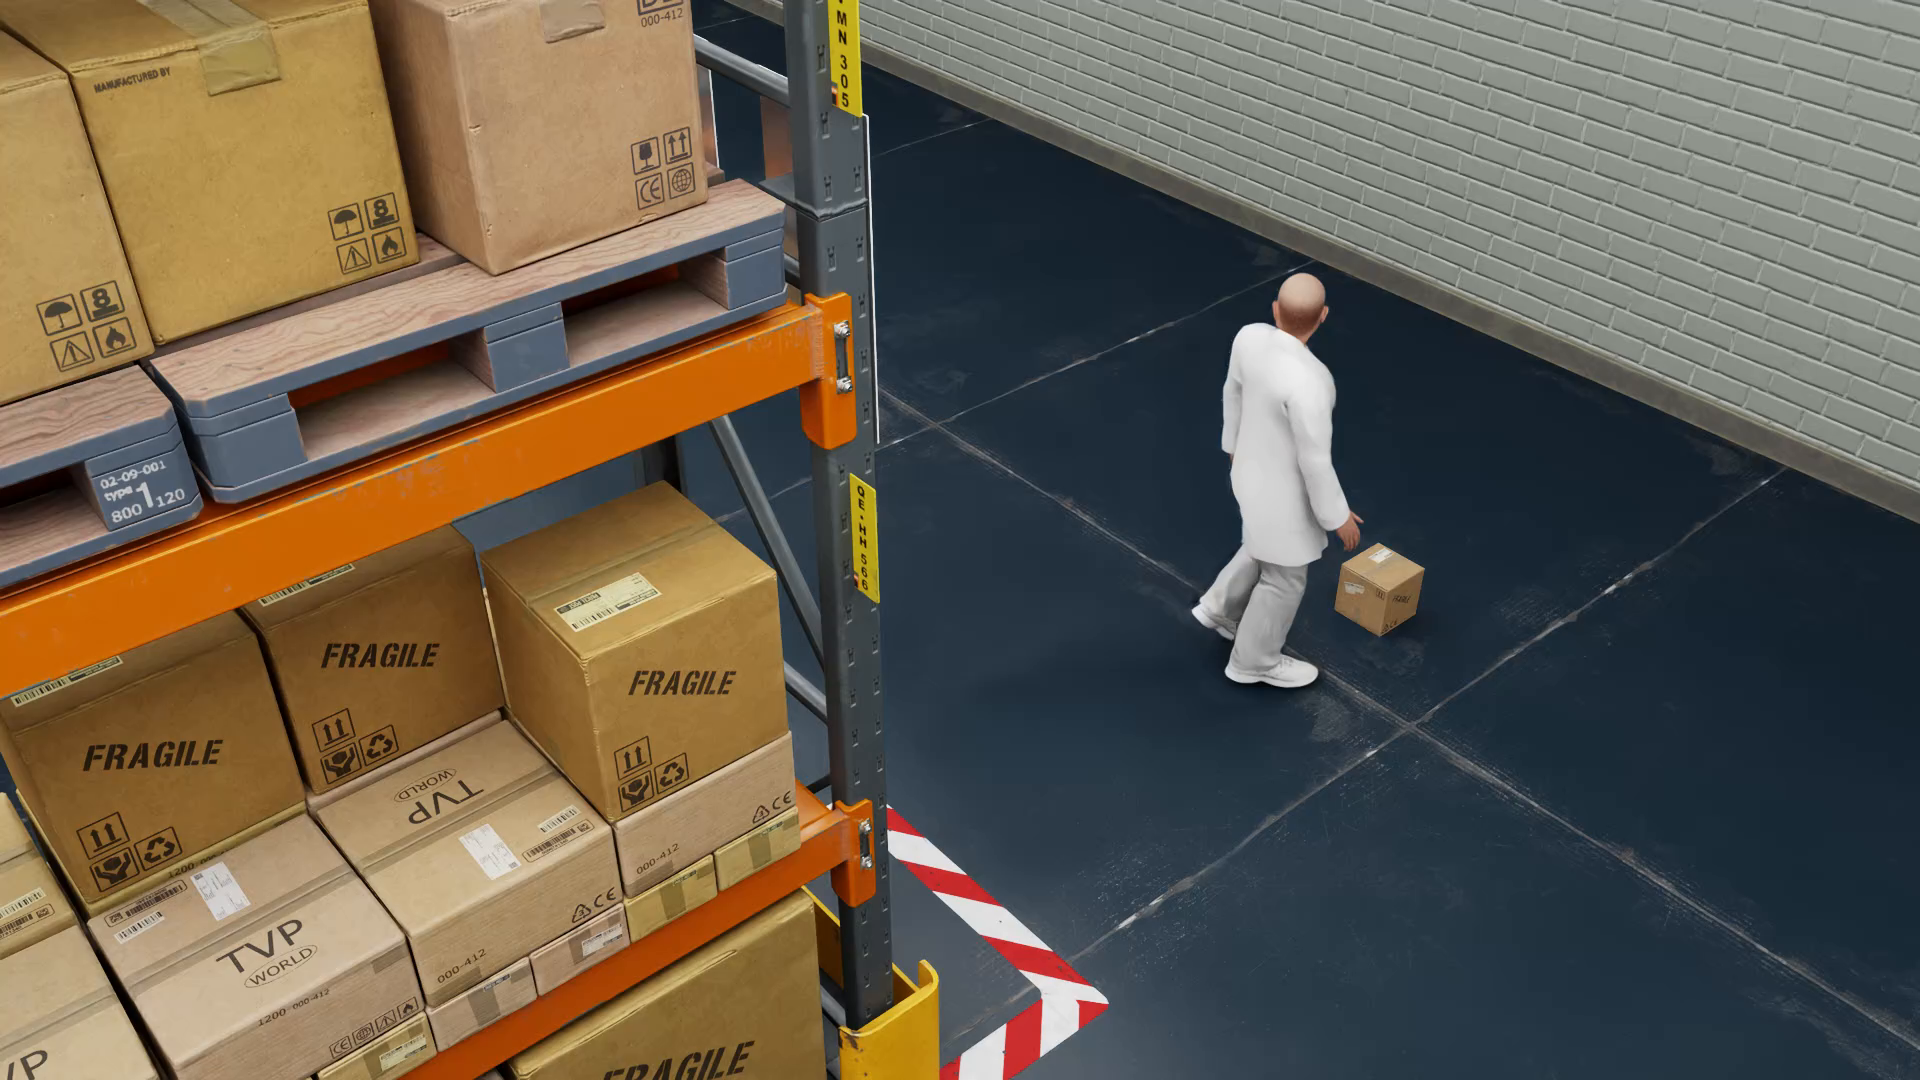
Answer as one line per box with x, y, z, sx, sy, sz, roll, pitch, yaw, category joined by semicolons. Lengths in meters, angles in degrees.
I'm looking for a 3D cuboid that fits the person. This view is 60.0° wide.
1.228;-0.189;6.396;0.499;1.793;0.657;-6;36;-9;person
